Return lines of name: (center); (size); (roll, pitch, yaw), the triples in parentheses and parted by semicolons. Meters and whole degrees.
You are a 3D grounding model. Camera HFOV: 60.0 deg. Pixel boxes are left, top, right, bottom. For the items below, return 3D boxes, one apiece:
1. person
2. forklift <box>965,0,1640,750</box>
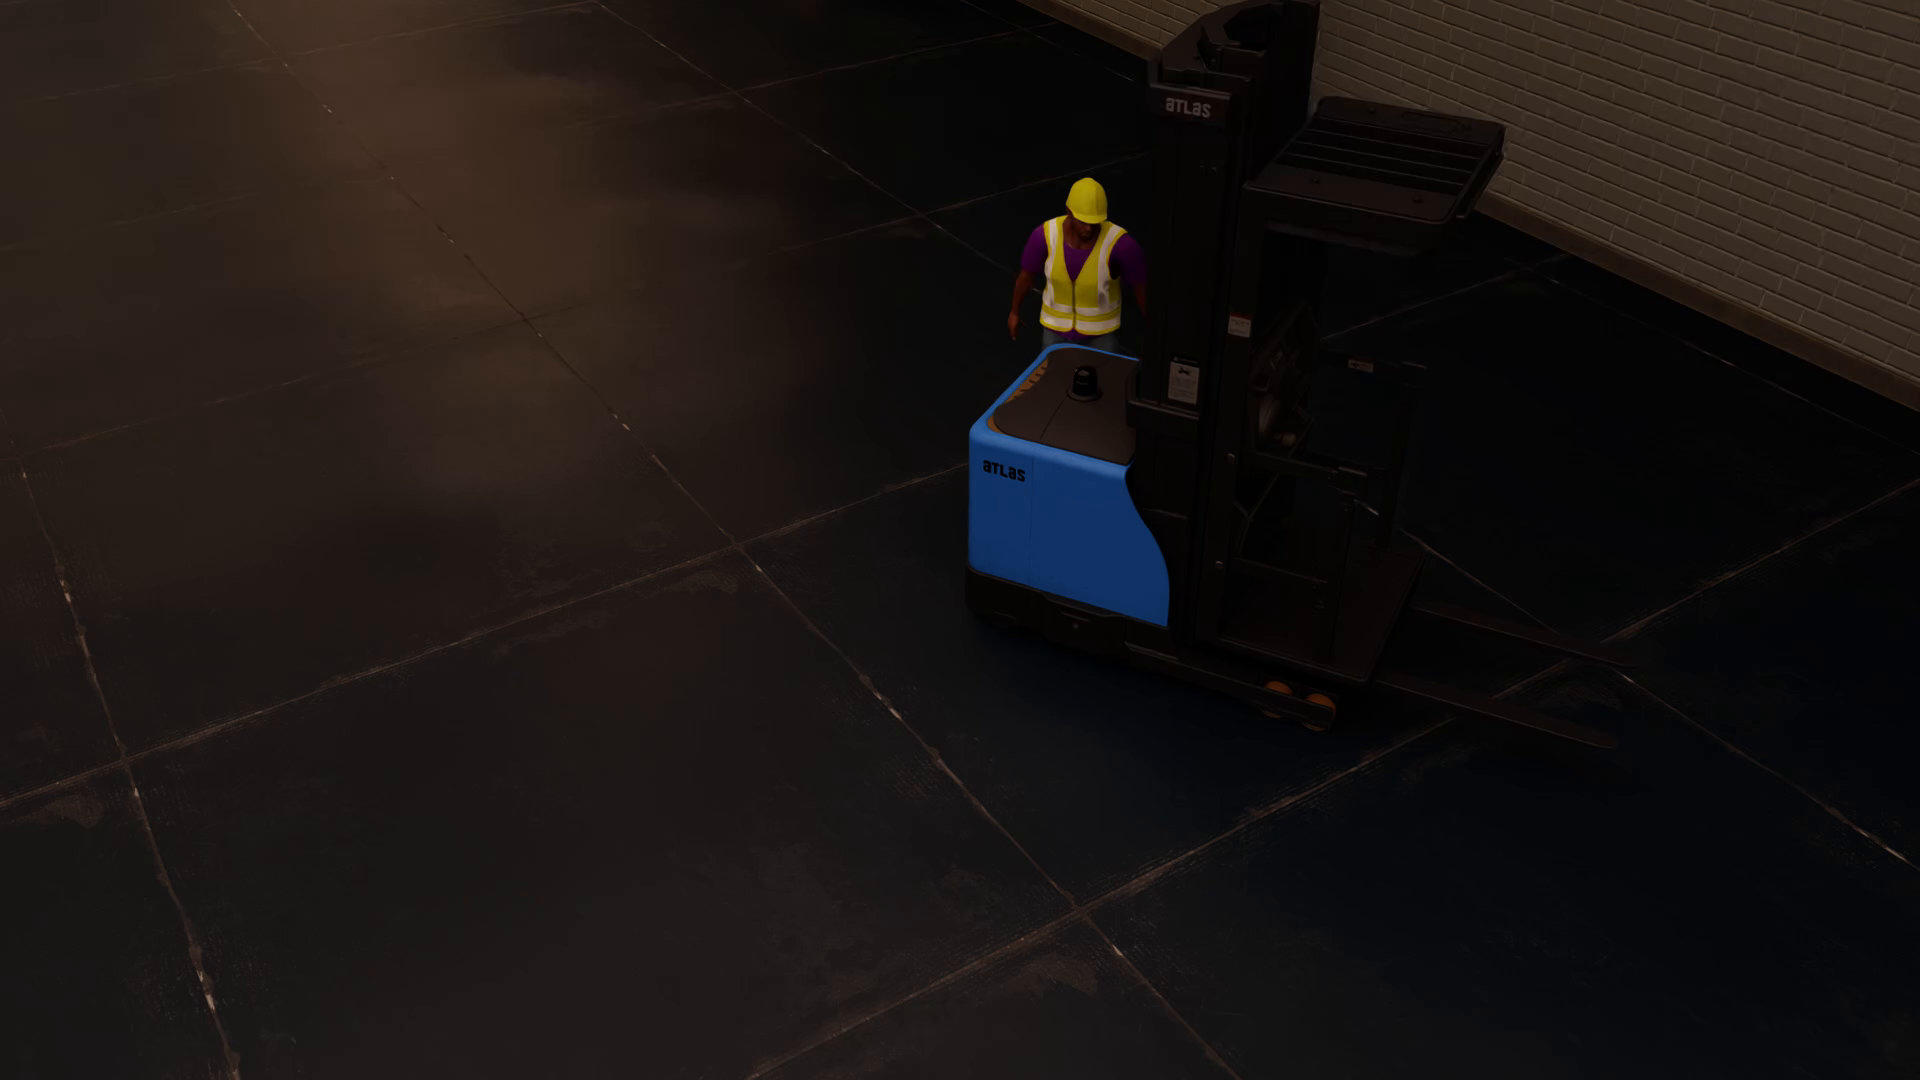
person: (0.646, -1.103, 8.761); (0.869, 1.733, 0.442); (9, 36, 12)
forklift: (1.577, -0.692, 7.132); (3.031, 2.935, 1.130); (16, 38, 22)
